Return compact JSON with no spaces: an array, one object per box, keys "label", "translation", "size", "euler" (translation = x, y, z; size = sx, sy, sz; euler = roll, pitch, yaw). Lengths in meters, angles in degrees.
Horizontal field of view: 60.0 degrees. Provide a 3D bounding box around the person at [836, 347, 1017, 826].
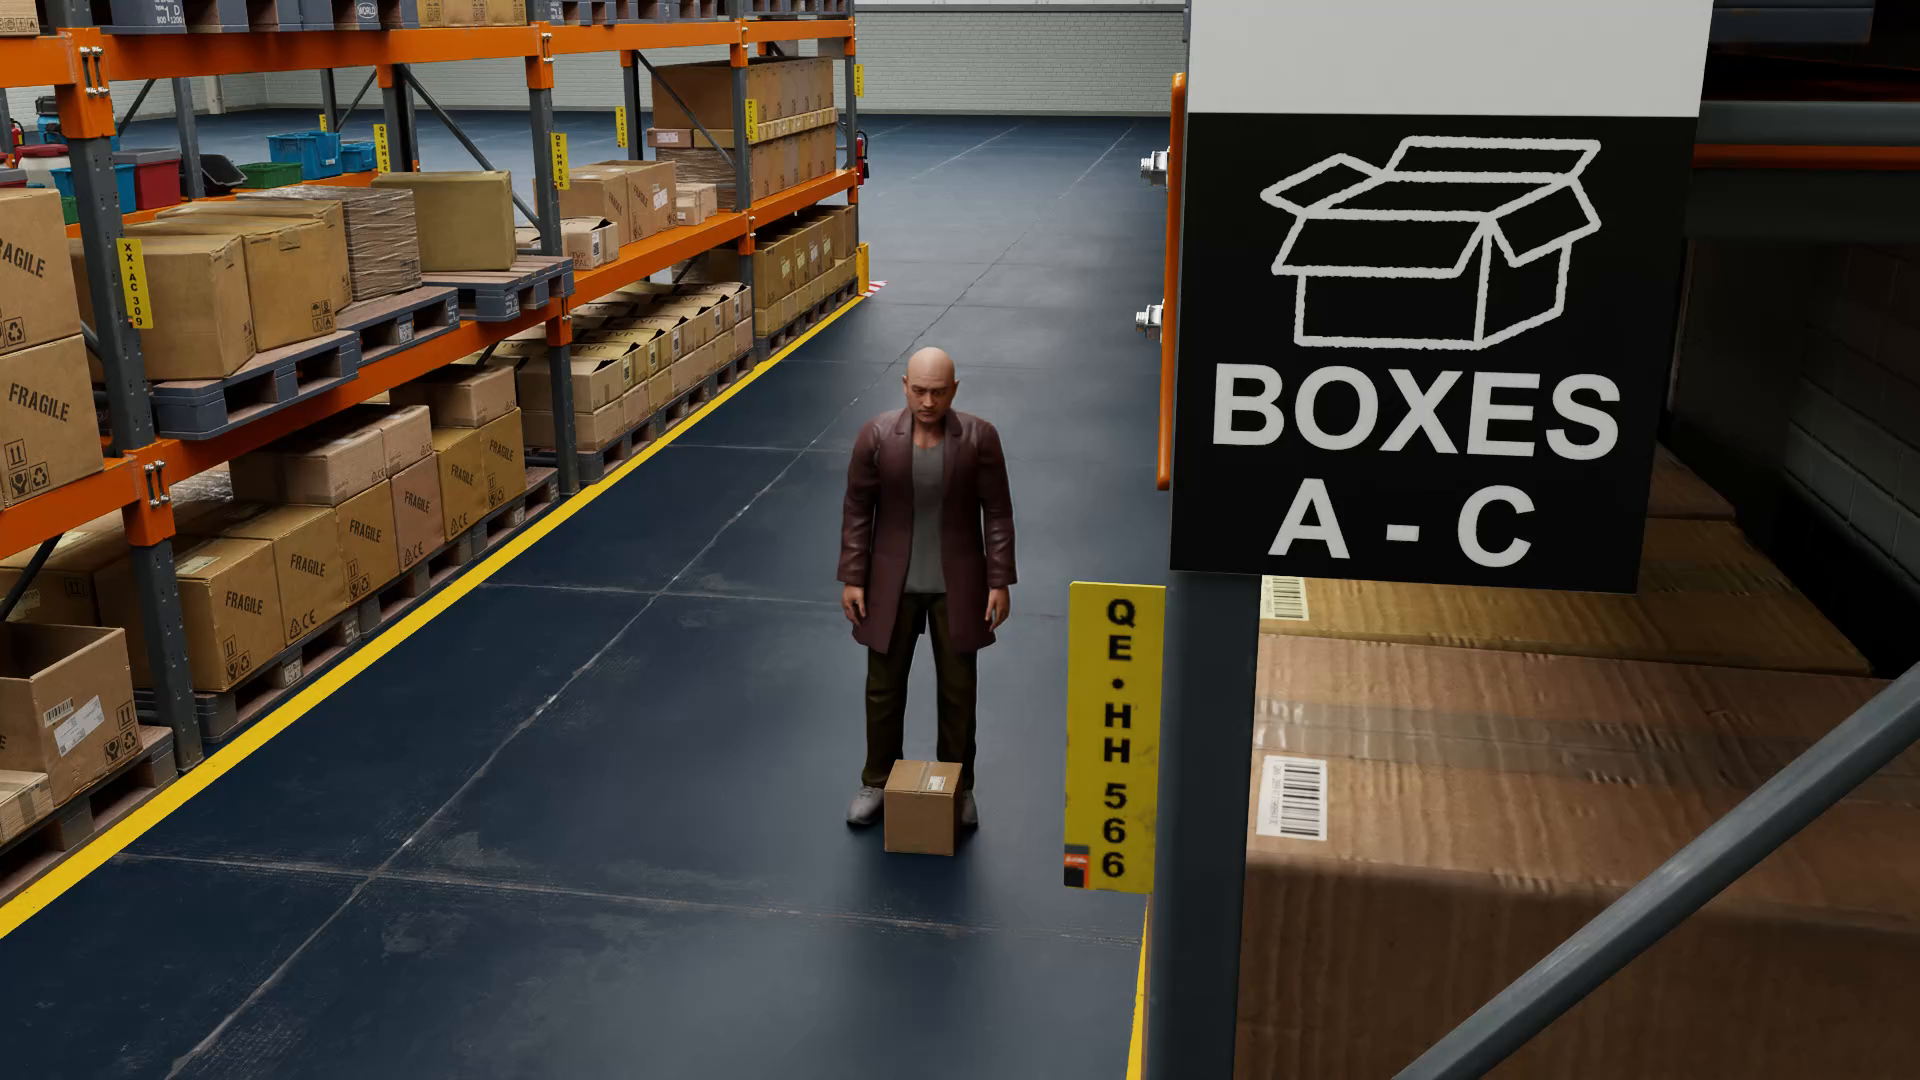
[{"label":"person","translation":[-0.120,0.168,6.046],"size":[0.655,1.774,0.420],"euler":[1,18,2]}]
